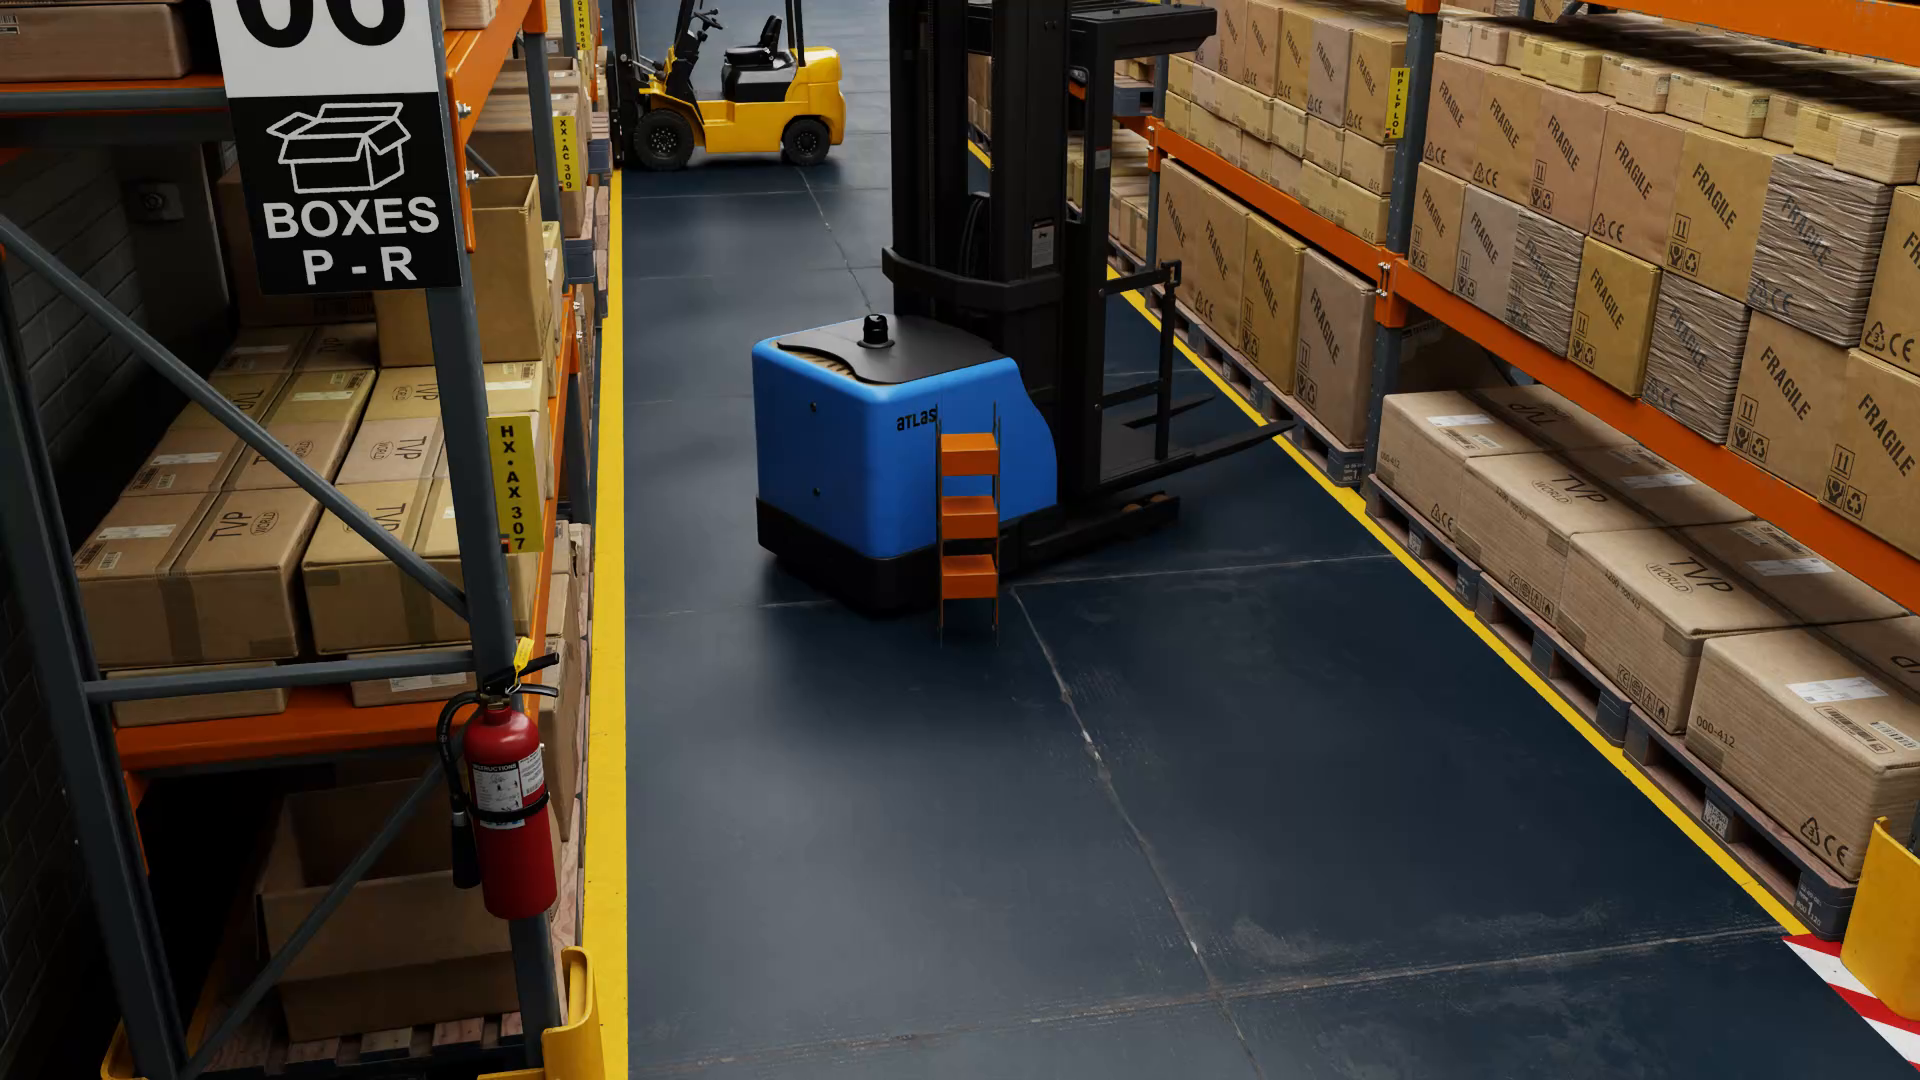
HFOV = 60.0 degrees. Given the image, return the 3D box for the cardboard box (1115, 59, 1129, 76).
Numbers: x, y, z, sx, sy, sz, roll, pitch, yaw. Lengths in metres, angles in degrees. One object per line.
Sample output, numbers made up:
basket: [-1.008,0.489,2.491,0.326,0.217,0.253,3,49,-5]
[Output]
cardboard box: [1.371,-3.584,12.498,0.380,0.149,0.250,-5,24,-10]

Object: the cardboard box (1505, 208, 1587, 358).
cardboard box: [2.618,-1.074,6.836,0.500,0.500,0.500,-4,24,-9]

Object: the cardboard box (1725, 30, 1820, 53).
cardboard box: [6.373,-3.809,13.098,0.500,0.500,0.500,-4,24,-10]

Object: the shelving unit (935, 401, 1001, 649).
shelving unit: [0.032,-0.055,7.065,0.252,1.050,0.215,-2,24,-5]

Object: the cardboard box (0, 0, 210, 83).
cardboard box: [-1.810,-1.052,3.478,0.380,0.149,0.250,-4,24,-8]

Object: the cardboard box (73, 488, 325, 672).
cardboard box: [-1.870,0.087,4.118,0.500,0.250,0.500,-4,24,-8]

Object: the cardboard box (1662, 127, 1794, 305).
cardboard box: [2.817,-1.127,5.709,0.500,0.500,0.500,-4,24,-10]

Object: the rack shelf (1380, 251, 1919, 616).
rack shelf: [2.984,-0.510,6.568,1.077,0.370,4.000,-4,24,-10]

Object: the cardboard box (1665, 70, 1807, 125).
cardboard box: [2.771,-1.583,5.942,0.380,0.149,0.250,-4,24,-8]

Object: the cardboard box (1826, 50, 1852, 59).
cardboard box: [6.612,-3.614,12.195,0.380,0.149,0.250,-3,24,-7]

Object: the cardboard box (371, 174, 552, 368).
cardboard box: [-1.621,-0.884,5.404,0.500,0.500,0.500,-4,24,-8]

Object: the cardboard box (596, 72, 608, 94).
cardboard box: [-3.712,-4.405,16.249,0.500,0.250,0.500,-3,24,-8]

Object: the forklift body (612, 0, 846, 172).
forklift body: [-2.339,-4.978,16.960,2.313,2.155,1.214,-4,24,-10]

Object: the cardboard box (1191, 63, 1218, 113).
cardboard box: [1.820,-2.939,10.794,0.500,0.250,0.500,-4,24,-8]

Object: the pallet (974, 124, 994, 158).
pallet: [0.747,-4.237,17.688,1.003,0.211,1.213,-4,24,-10]

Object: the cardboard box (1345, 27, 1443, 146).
cardboard box: [2.285,-2.287,8.365,0.500,0.500,0.500,-4,24,-8]

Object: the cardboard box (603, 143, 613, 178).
cardboard box: [-3.507,-3.551,15.544,0.500,0.250,0.500,-4,24,-9]

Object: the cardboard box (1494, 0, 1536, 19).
cardboard box: [5.901,-5.392,16.661,0.875,0.550,0.550,-4,24,-10]

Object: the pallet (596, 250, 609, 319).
pallet: [-3.117,-1.880,12.290,1.003,0.211,1.213,-4,24,-10]

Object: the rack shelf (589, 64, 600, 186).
rack shelf: [-3.373,-3.288,12.929,1.077,0.370,4.000,-4,24,-10]

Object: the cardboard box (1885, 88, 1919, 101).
cardboard box: [3.339,-1.424,5.579,0.380,0.149,0.250,-4,24,-9]

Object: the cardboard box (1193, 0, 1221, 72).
cardboard box: [1.826,-3.297,10.677,0.500,0.500,0.500,-4,24,-10]

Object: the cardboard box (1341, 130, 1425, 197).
cardboard box: [2.294,-1.942,8.511,0.500,0.250,0.500,-4,24,-10]

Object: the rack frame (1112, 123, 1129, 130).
rack frame: [1.135,-4.773,15.430,1.000,3.000,0.127,-4,24,-10]

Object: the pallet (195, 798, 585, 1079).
pallet: [-1.686,1.251,5.123,1.003,0.211,1.213,-4,24,-10]

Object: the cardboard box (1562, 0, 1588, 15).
cardboard box: [5.908,-4.799,15.366,0.500,0.500,0.500,-4,24,-9]

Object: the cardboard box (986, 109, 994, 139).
cardboard box: [0.563,-4.327,17.320,0.500,0.250,0.500,-4,24,-9]

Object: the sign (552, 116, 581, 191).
sign: [-1.732,-1.697,7.307,0.100,0.325,0.005,-4,24,-10]

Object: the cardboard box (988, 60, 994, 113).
cardboard box: [0.570,-4.662,17.151,0.500,0.500,0.500,-3,24,-7]

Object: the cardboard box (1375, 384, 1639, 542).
cardboard box: [2.625,-0.390,8.071,0.875,0.438,0.875,-5,24,-11]

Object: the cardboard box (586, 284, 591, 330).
cardboard box: [-2.631,-1.530,10.603,0.500,0.500,0.500,-5,24,-11]

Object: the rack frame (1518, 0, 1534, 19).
rack frame: [5.981,-5.179,16.360,1.000,3.000,0.127,-4,24,-10]

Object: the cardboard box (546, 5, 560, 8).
cardboard box: [-3.071,-4.030,12.795,0.380,0.149,0.250,-5,24,-11]

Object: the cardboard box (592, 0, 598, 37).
cardboard box: [-3.848,-5.246,16.389,0.500,0.500,0.500,-4,24,-9]

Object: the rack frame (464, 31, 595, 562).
rack frame: [-2.263,-1.257,7.381,1.000,3.000,0.127,-4,24,-10]

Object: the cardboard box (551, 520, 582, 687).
cardboard box: [-1.855,0.274,6.473,0.700,0.500,0.500,-5,24,-12]

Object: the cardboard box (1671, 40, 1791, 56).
cardboard box: [3.108,-1.925,6.726,0.380,0.149,0.250,-4,24,-10]

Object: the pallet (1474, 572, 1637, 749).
pallet: [2.907,0.437,6.985,1.003,0.211,1.213,-4,24,-10]

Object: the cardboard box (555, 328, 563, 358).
cardboard box: [-1.815,-0.834,6.726,0.380,0.149,0.250,-4,24,-8]

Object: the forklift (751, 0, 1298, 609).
forklift: [0.482,-1.502,8.026,3.031,2.935,1.130,-18,29,-36]

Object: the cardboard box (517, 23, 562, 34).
cardboard box: [-2.896,-3.525,11.638,0.380,0.149,0.250,-4,24,-8]

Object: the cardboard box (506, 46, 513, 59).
cardboard box: [-3.062,-2.855,10.389,0.500,0.500,0.500,-3,24,-7]

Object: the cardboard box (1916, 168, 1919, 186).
cardboard box: [3.020,-1.079,4.787,0.380,0.149,0.250,-4,24,-9]

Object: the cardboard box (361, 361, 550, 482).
cardboard box: [-1.533,-0.347,5.113,0.500,0.250,0.500,-5,24,-11]

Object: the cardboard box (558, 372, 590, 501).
cardboard box: [-2.132,-0.511,8.271,0.500,0.500,0.500,-3,24,-7]

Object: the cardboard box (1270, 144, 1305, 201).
cardboard box: [2.116,-2.116,9.533,0.500,0.250,0.500,-5,24,-11]

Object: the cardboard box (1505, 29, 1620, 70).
cardboard box: [2.569,-2.087,7.096,0.380,0.149,0.250,-5,24,-10]

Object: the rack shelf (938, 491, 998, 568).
rack shelf: [0.032,-0.046,7.069,0.240,0.259,0.215,-2,24,-5]

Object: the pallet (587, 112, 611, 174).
pallet: [-2.809,-2.481,10.423,1.213,0.211,1.003,-4,24,-10]

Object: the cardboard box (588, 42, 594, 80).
cardboard box: [-3.294,-3.959,13.755,0.500,0.250,0.500,-4,24,-10]

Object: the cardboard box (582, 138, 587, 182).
cardboard box: [-2.143,-1.963,8.640,0.396,0.266,0.258,-3,24,-7]

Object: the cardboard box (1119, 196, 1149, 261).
cardboard box: [1.780,-2.411,12.780,0.950,0.372,0.625,-6,24,-13]
